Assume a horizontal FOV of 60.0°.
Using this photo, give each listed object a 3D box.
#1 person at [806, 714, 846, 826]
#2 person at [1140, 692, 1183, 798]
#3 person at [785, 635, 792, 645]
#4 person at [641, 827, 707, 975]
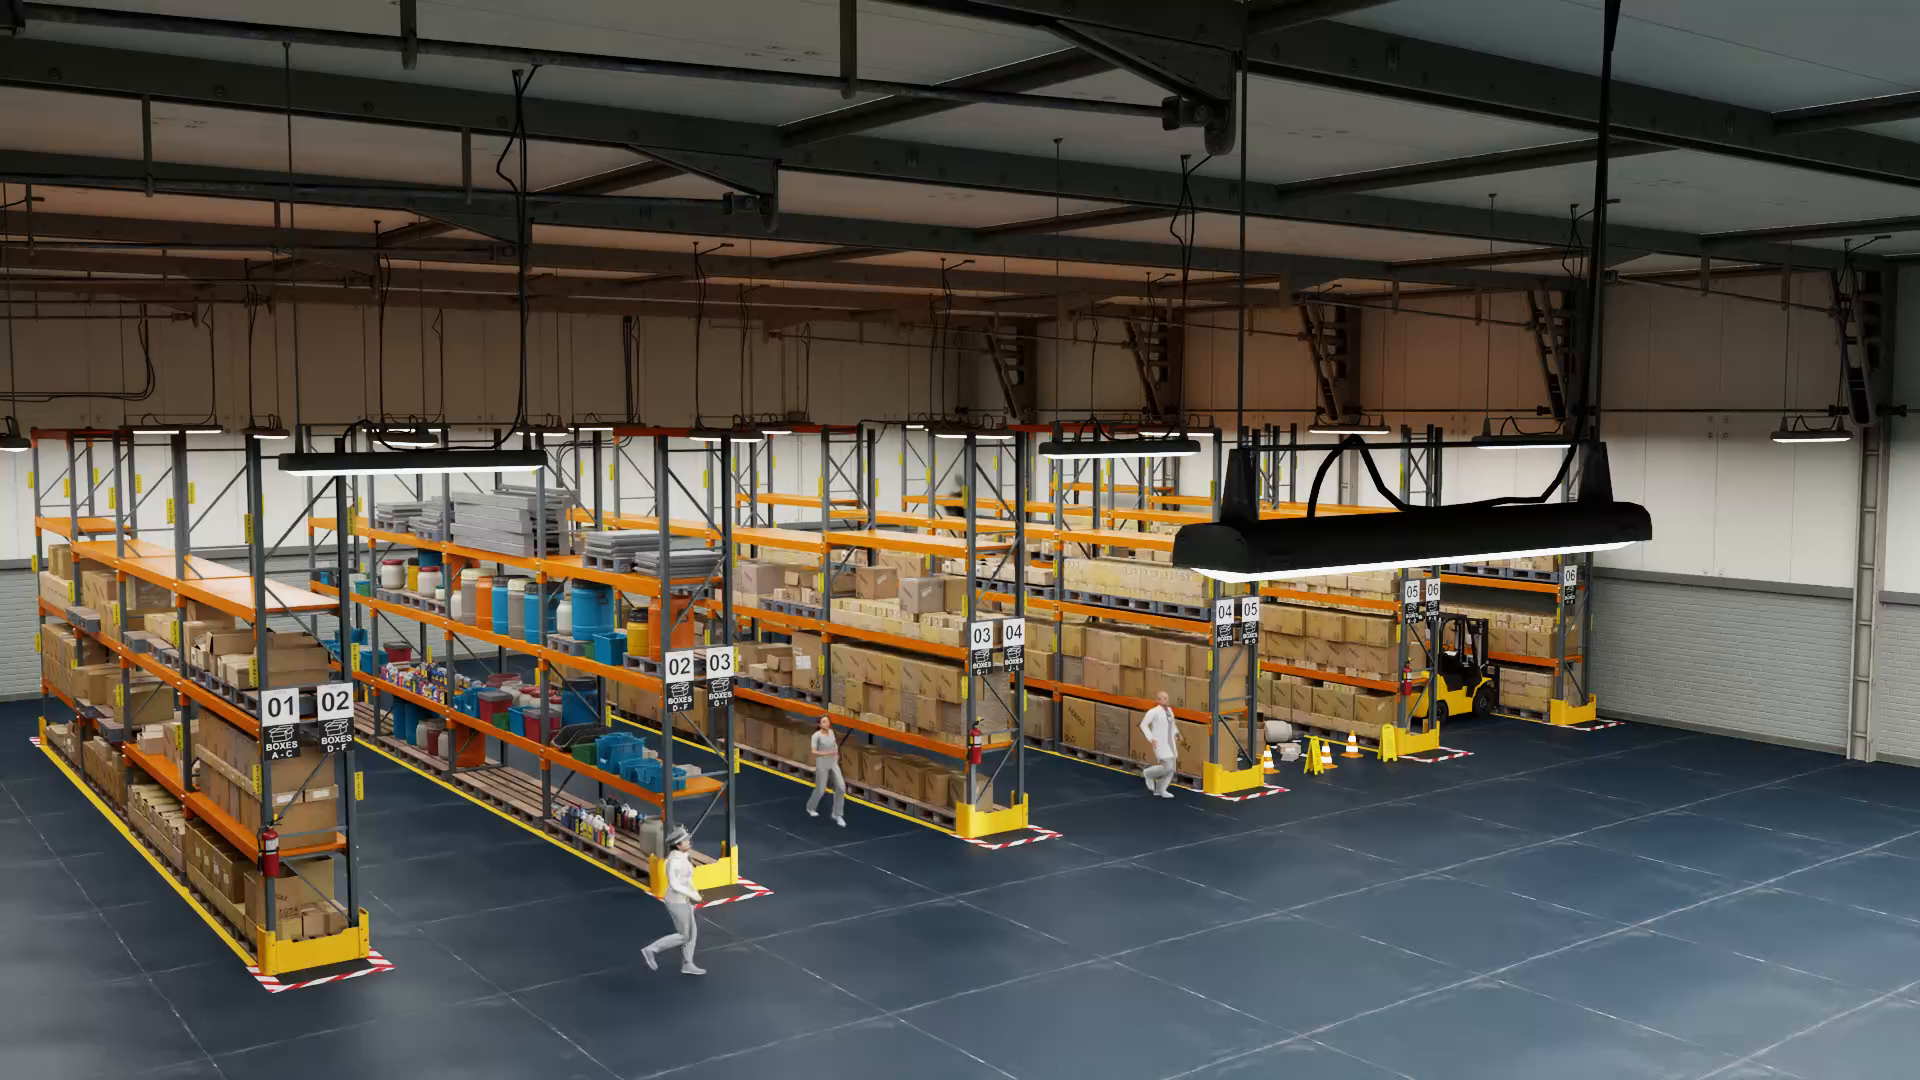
[{"bbox_3d":[-2.051,3.510,25.527,0.570,1.698,0.825,-4,6,-39],"label":"person"},{"bbox_3d":[3.339,3.342,27.122,0.710,1.732,0.570,-4,6,-44],"label":"person"},{"bbox_3d":[-4.337,1.978,41.910,0.801,1.581,0.571,4,6,39],"label":"person"},{"bbox_3d":[-3.210,4.049,18.608,0.718,1.691,0.623,-1,5,-12],"label":"person"}]
